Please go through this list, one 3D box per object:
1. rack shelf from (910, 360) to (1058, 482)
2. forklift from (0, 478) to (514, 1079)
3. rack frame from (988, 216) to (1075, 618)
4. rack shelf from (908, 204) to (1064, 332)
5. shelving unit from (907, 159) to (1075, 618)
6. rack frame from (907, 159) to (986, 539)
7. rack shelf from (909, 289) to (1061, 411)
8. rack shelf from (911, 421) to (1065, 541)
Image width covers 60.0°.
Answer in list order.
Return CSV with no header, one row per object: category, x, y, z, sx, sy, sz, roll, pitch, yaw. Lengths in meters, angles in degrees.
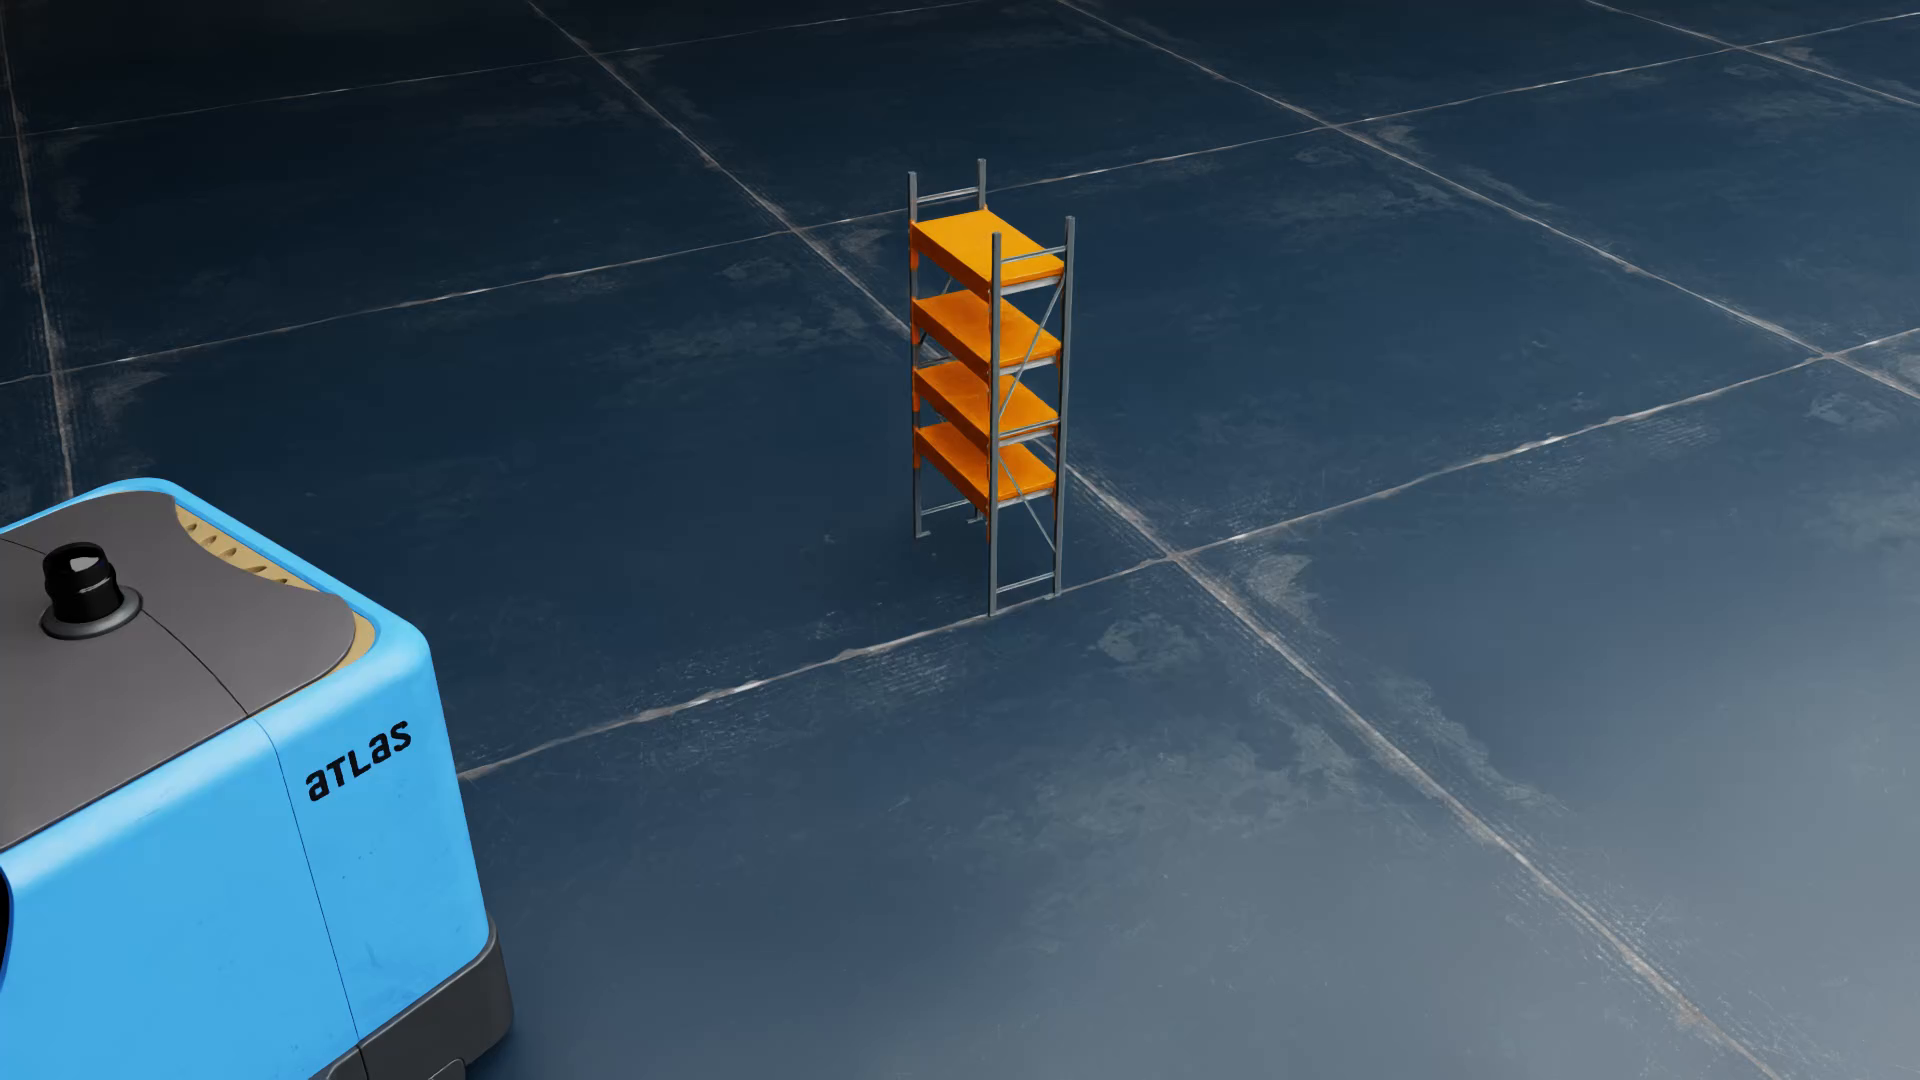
rack shelf,0.077,-0.370,4.839,0.258,0.148,0.480,-16,36,-23
forklift,-2.259,0.299,2.066,1.130,2.935,3.031,23,39,32
rack frame,0.191,-0.310,4.621,0.240,1.200,0.015,-16,36,-23
rack shelf,0.077,-0.757,4.591,0.258,0.148,0.480,-16,36,-23
shelving unit,0.077,-0.426,4.803,0.258,1.200,0.503,-16,36,-23
rack frame,-0.037,-0.543,4.985,0.240,1.200,0.015,-16,36,-23
rack shelf,0.077,-0.558,4.719,0.258,0.148,0.480,-16,36,-23
rack shelf,0.077,-0.202,4.946,0.258,0.148,0.480,-16,36,-23
